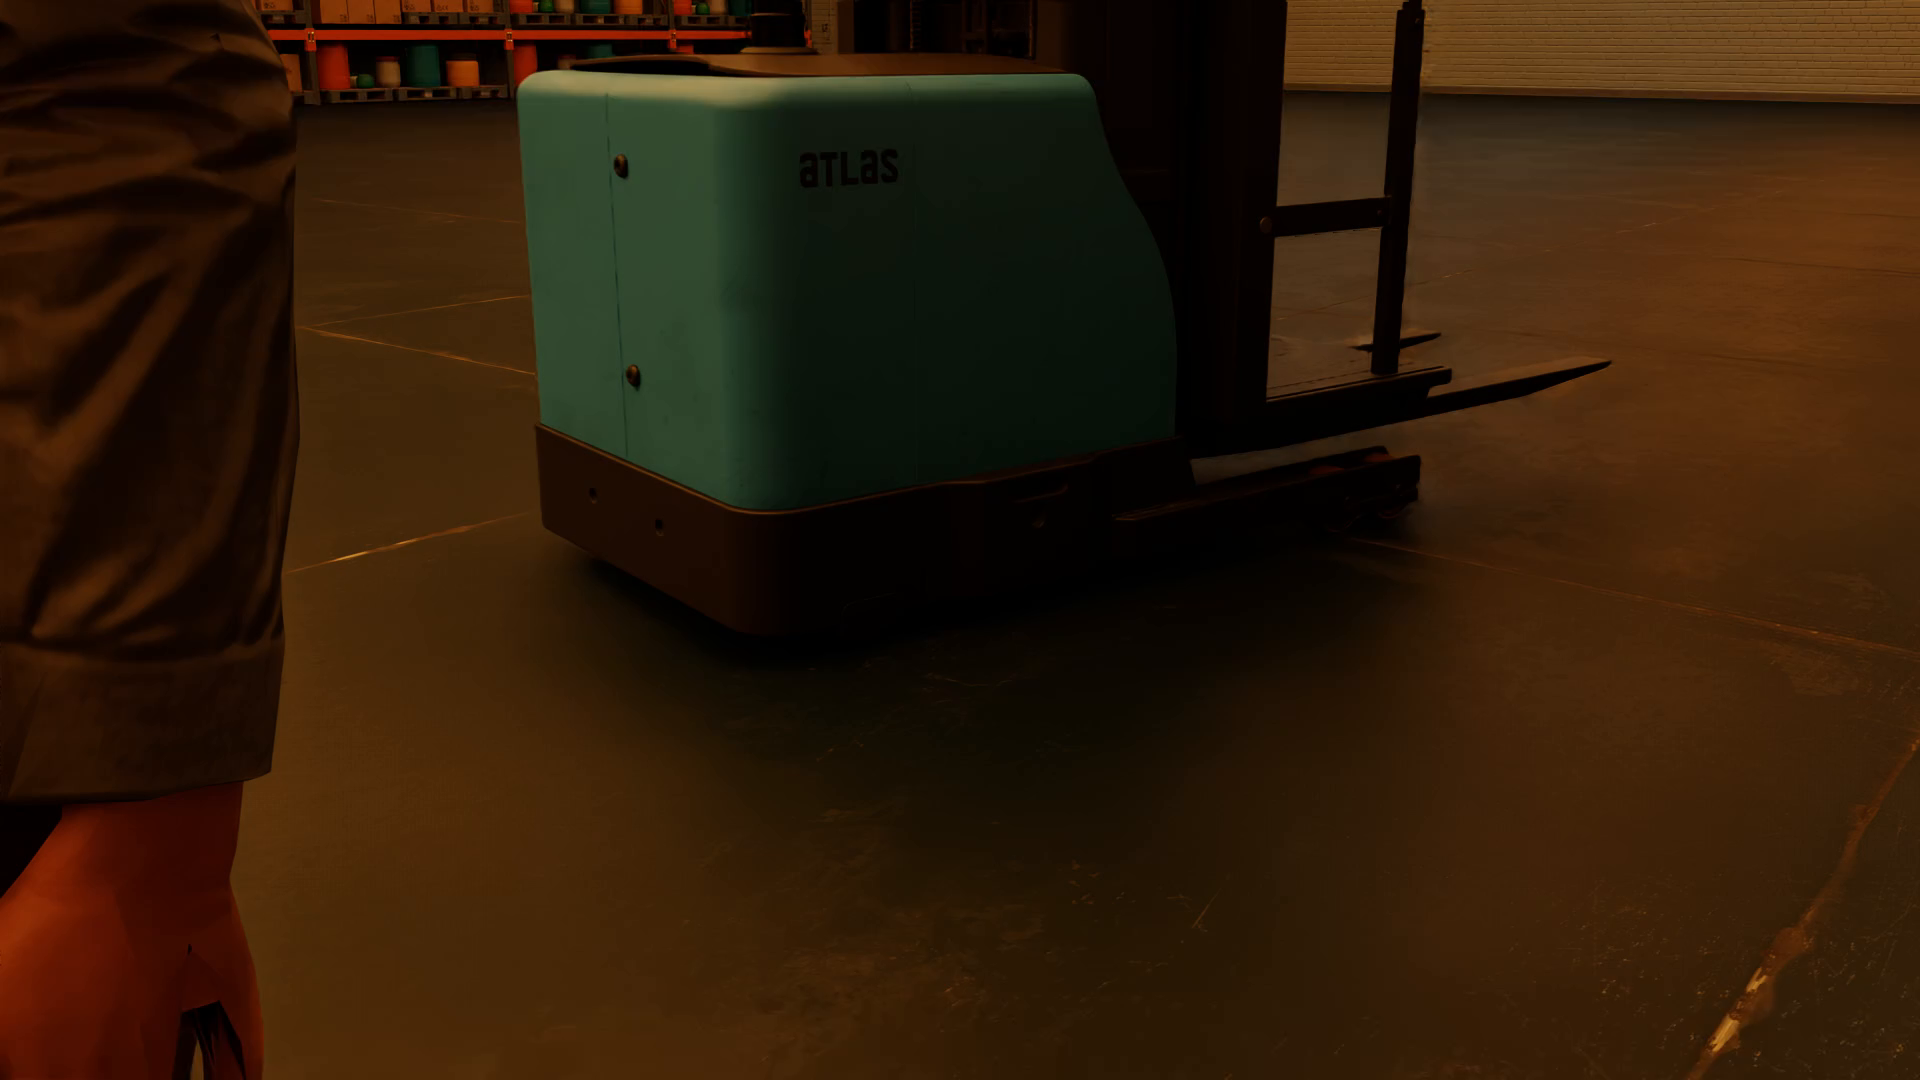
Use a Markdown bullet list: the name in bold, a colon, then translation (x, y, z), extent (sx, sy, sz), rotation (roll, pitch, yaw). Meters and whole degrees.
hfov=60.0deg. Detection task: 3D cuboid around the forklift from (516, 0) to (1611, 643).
- **forklift**: translation (0.518, -1.528, 3.930), extent (3.031, 2.935, 1.130), rotation (-12, 21, -35)
